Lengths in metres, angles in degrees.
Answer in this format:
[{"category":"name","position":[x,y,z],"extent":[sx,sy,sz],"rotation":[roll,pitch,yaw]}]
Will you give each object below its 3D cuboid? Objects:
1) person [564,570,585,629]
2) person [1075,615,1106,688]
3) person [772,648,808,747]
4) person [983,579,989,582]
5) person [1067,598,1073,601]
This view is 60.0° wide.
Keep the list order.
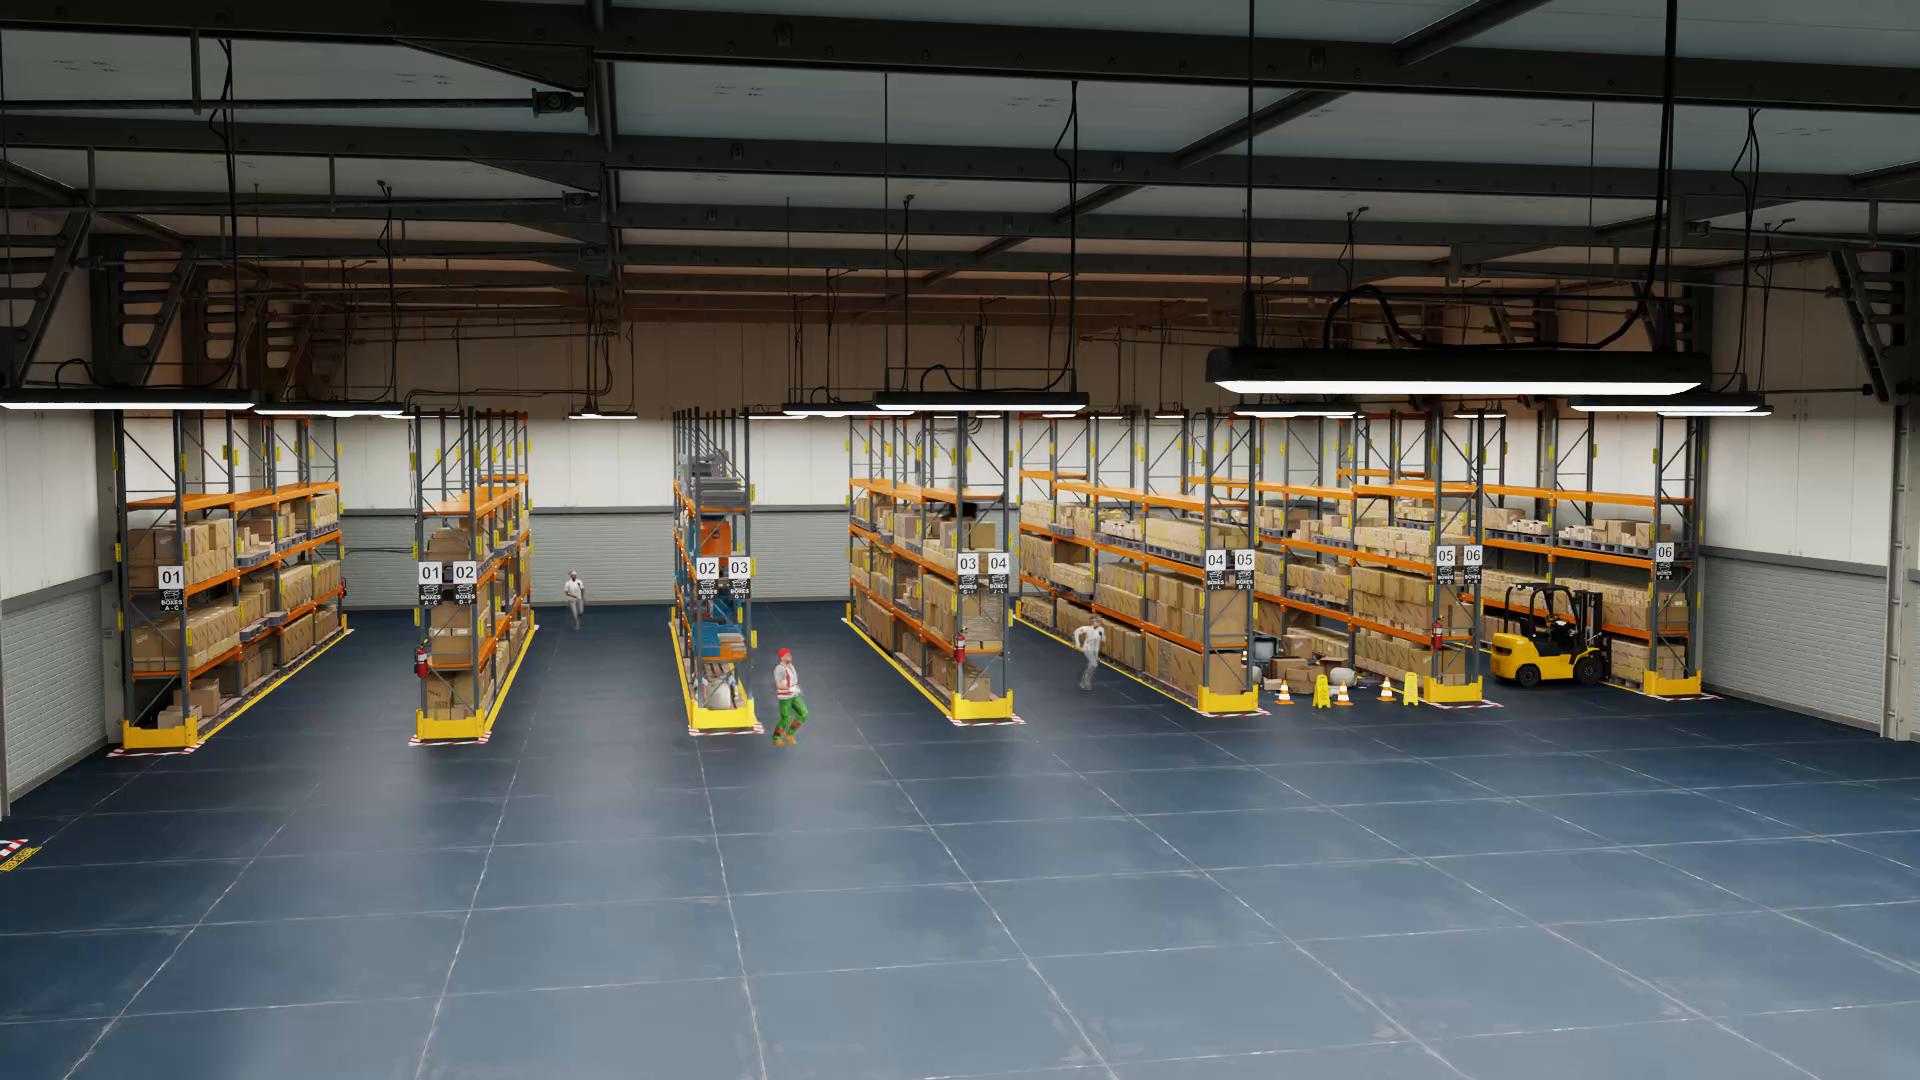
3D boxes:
[{"category":"person","position":[-10.610,1.645,45.867],"extent":[0.580,1.639,0.505],"rotation":[-2,4,-23]},{"category":"person","position":[2.795,2.382,35.409],"extent":[0.599,1.608,0.815],"rotation":[-2,5,-30]},{"category":"person","position":[-3.006,2.764,29.248],"extent":[0.671,1.759,0.671],"rotation":[2,5,26]},{"category":"person","position":[0.772,1.389,48.953],"extent":[0.739,1.758,0.784],"rotation":[3,5,32]},{"category":"person","position":[3.410,1.356,49.318],"extent":[0.855,1.776,0.703],"rotation":[3,5,40]}]
